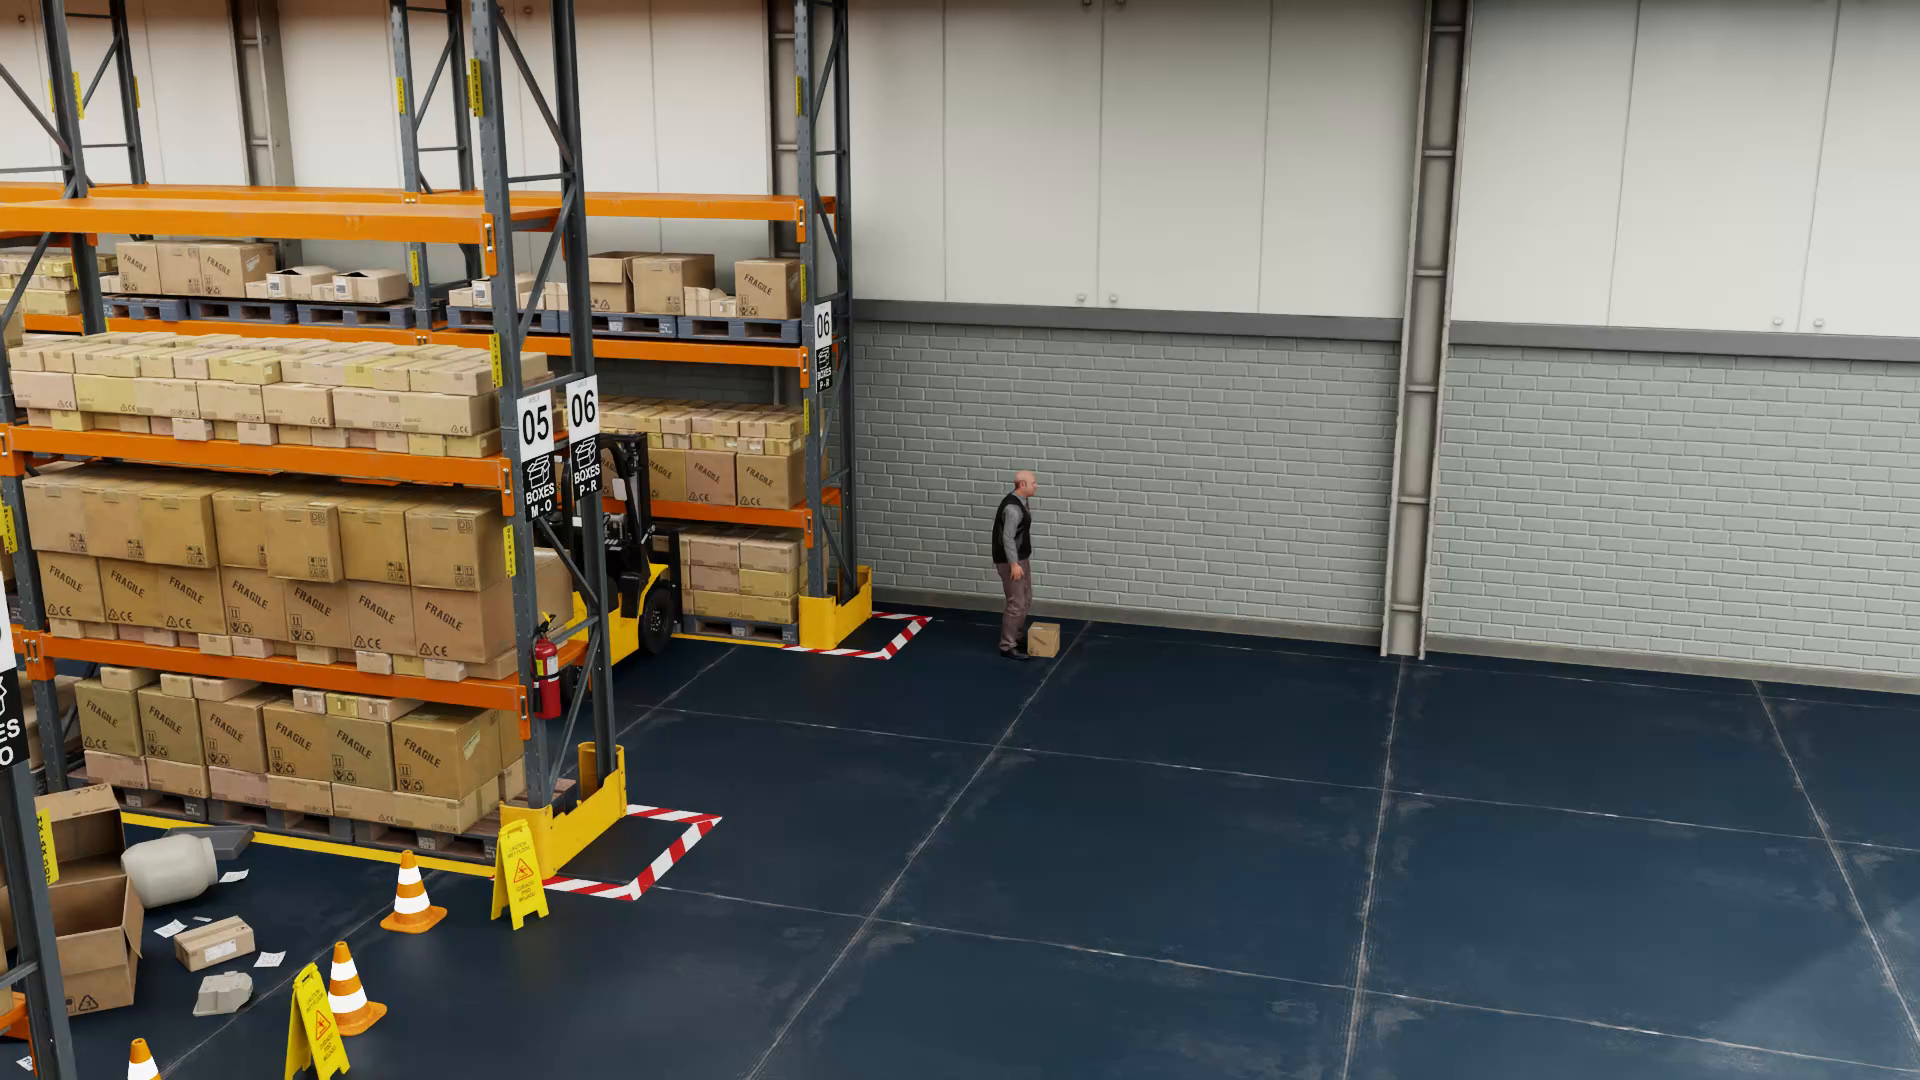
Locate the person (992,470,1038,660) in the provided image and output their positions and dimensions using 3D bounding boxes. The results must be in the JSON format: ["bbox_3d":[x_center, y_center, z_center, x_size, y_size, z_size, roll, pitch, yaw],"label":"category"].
[{"bbox_3d":[0.507,0.194,15.331,0.413,1.722,0.594,4,15,13],"label":"person"}]
